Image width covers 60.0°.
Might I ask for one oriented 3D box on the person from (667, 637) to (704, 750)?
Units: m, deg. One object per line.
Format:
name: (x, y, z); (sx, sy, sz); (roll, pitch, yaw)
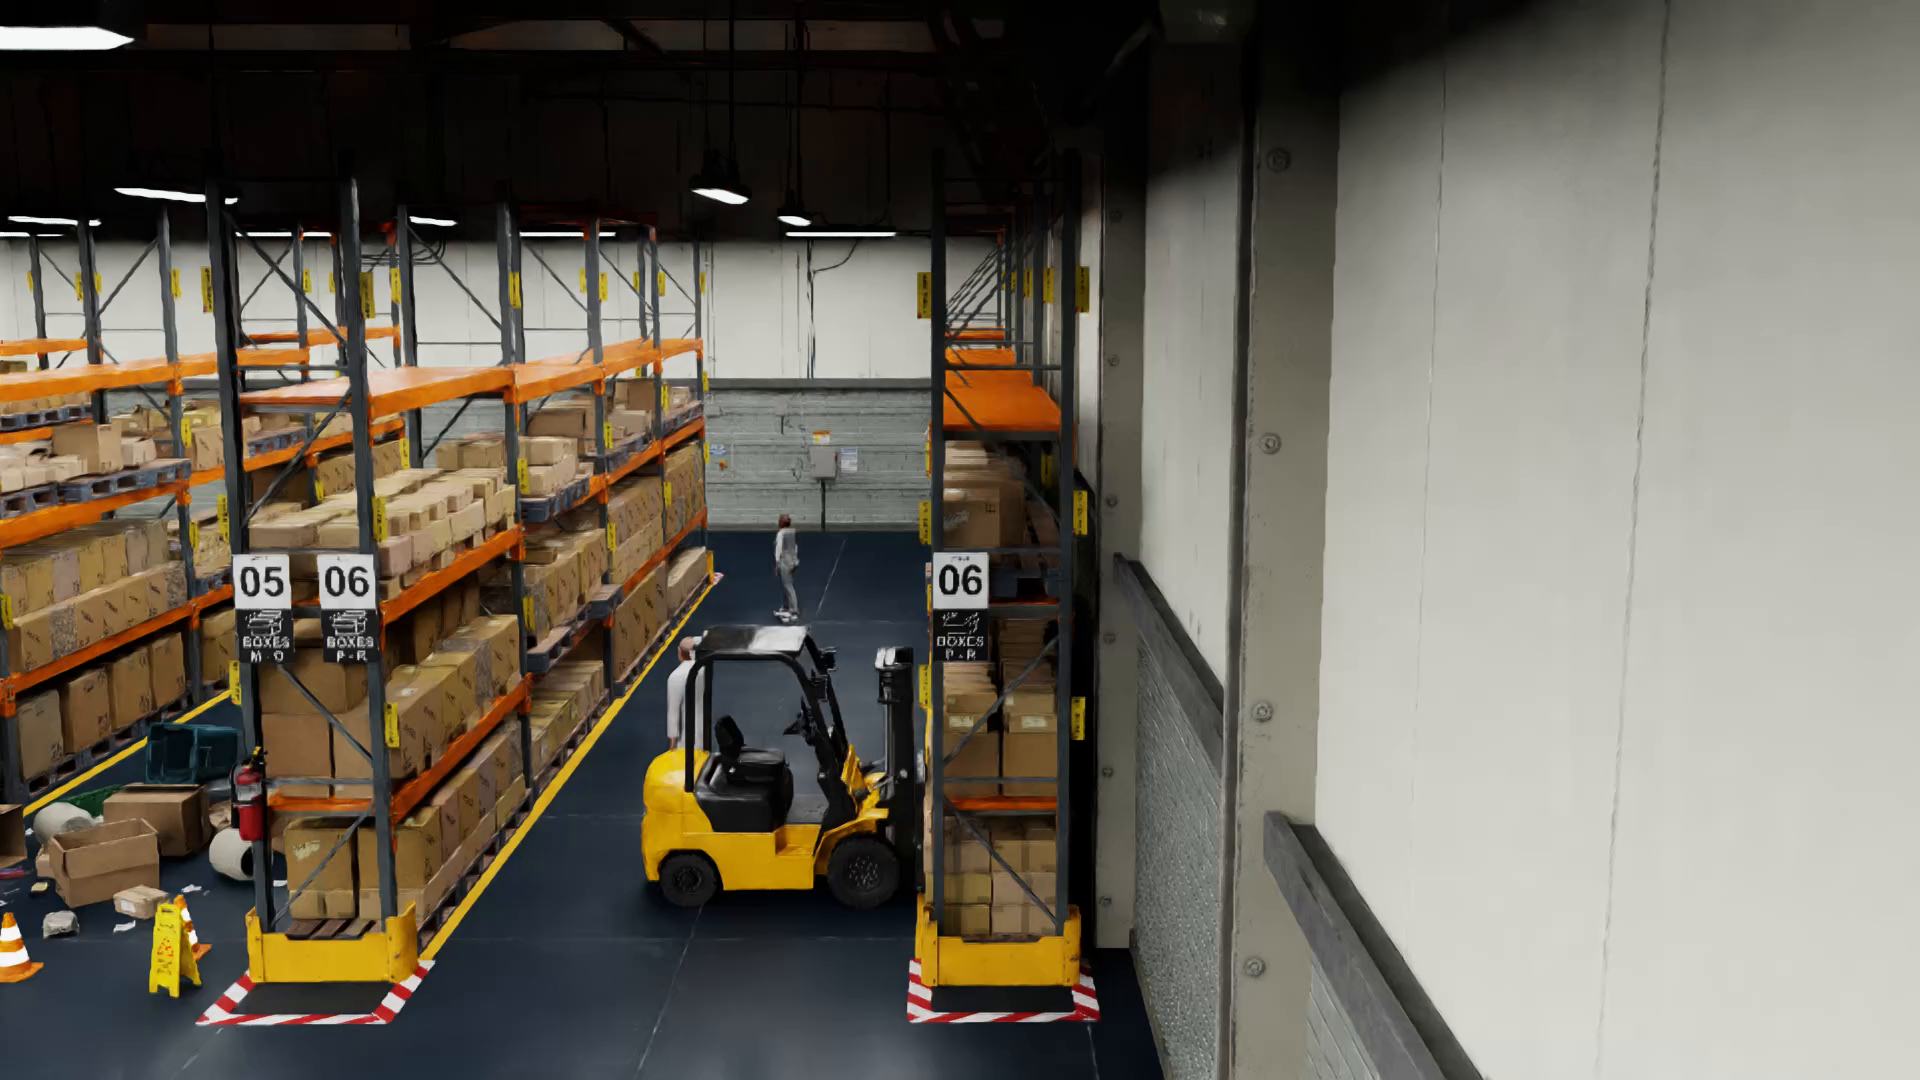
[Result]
person: (-2.599, 1.785, 15.656); (0.549, 1.781, 0.631); (5, 10, 28)

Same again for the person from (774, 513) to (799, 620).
person: (-2.626, 0.430, 25.020); (0.536, 1.483, 0.534); (4, 10, 24)
